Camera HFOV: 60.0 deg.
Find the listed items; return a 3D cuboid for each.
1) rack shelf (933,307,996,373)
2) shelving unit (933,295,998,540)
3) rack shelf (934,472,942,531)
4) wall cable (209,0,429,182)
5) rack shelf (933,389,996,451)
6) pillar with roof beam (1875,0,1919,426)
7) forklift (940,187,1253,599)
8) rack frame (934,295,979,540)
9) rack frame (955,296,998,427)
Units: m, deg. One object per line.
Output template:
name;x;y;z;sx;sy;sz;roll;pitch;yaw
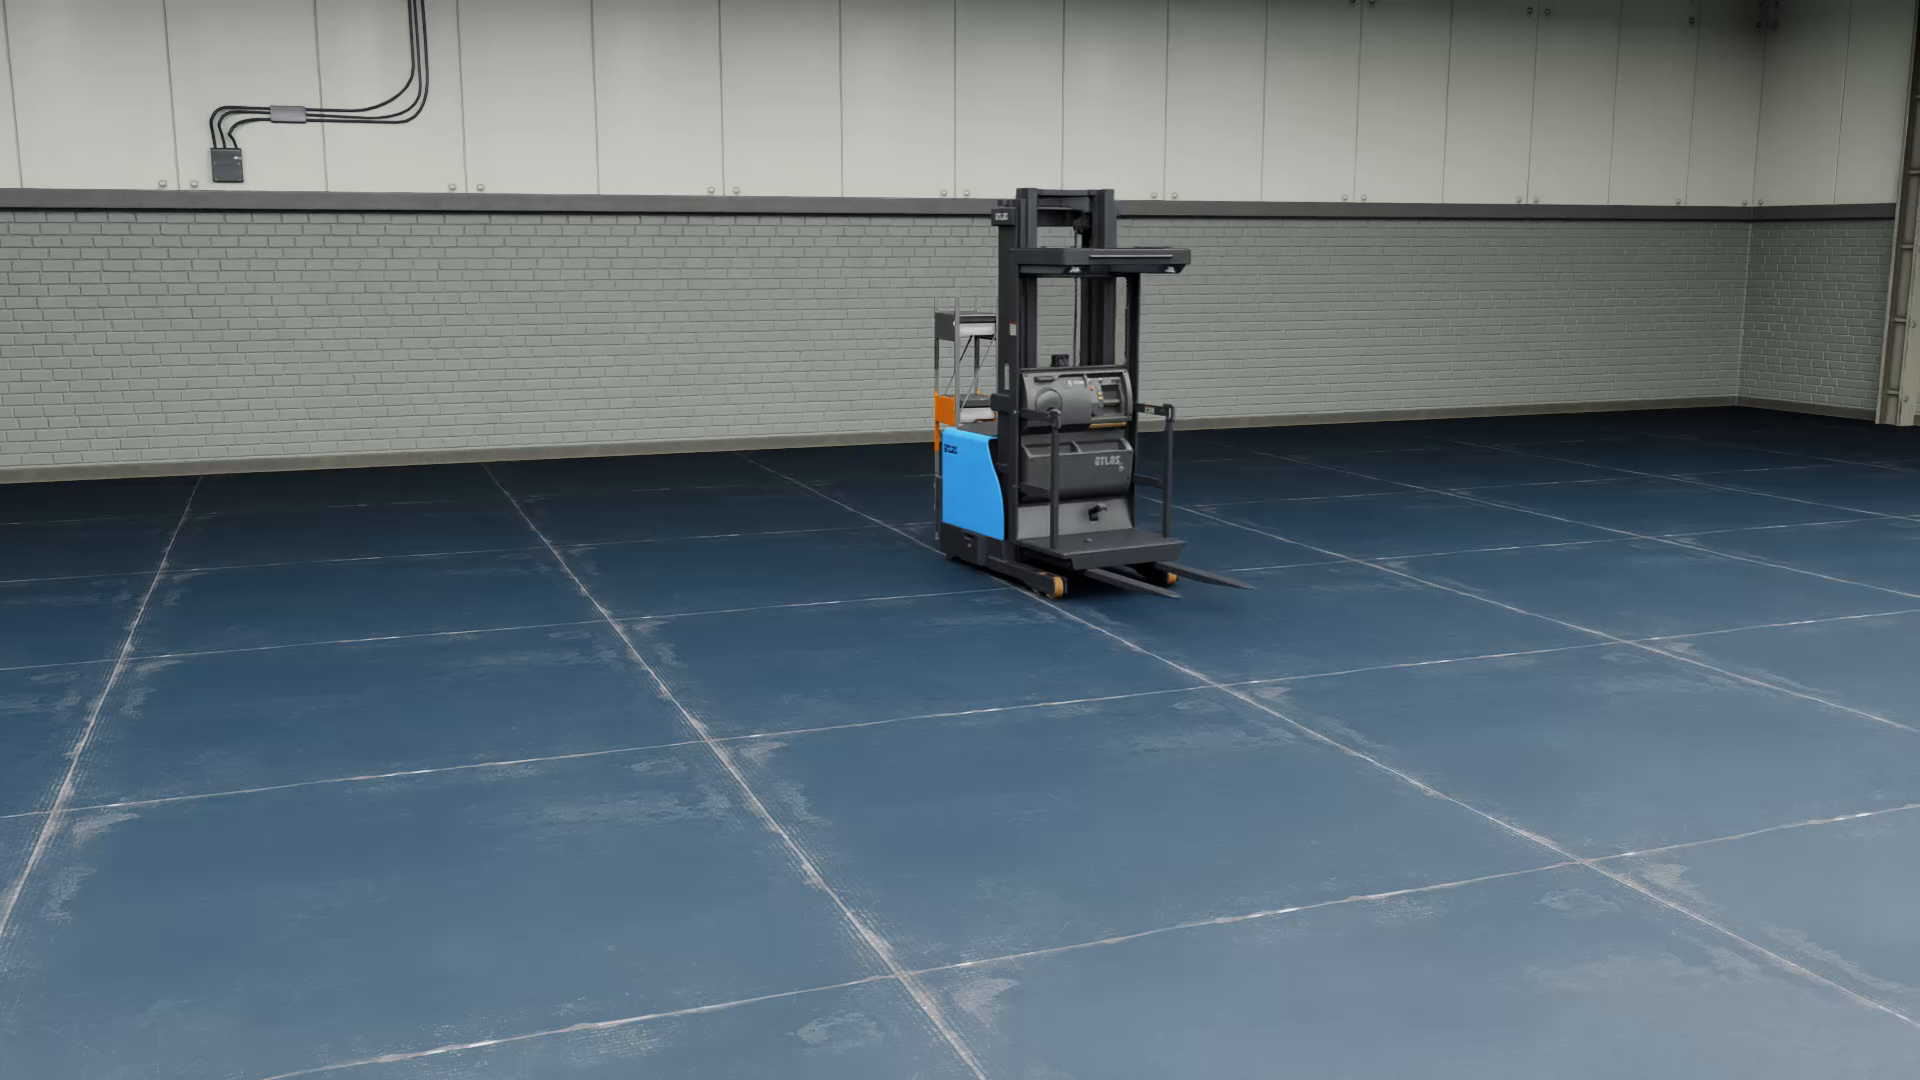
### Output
rack shelf;0.060;-1.683;13.964;0.431;0.518;0.480;-4;11;-21
shelving unit;0.060;-1.007;14.084;0.431;2.100;0.503;-4;11;-21
rack shelf;0.060;-0.304;14.209;0.431;0.518;0.480;-4;11;-21
wall cable;-7.025;-6.920;17.915;2.305;6.003;0.169;-4;11;-21
rack shelf;0.060;-0.993;14.087;0.431;0.518;0.480;-4;11;-21
pillar with roof beam;9.303;-5.806;21.367;9.100;9.000;0.400;-4;11;-21
forklift;0.986;-1.107;12.276;1.130;2.935;3.031;-5;11;-28
rack frame;-0.028;-1.047;14.308;0.400;2.100;0.015;-4;11;-21
rack frame;0.148;-0.967;13.860;0.400;2.100;0.015;-4;11;-21
